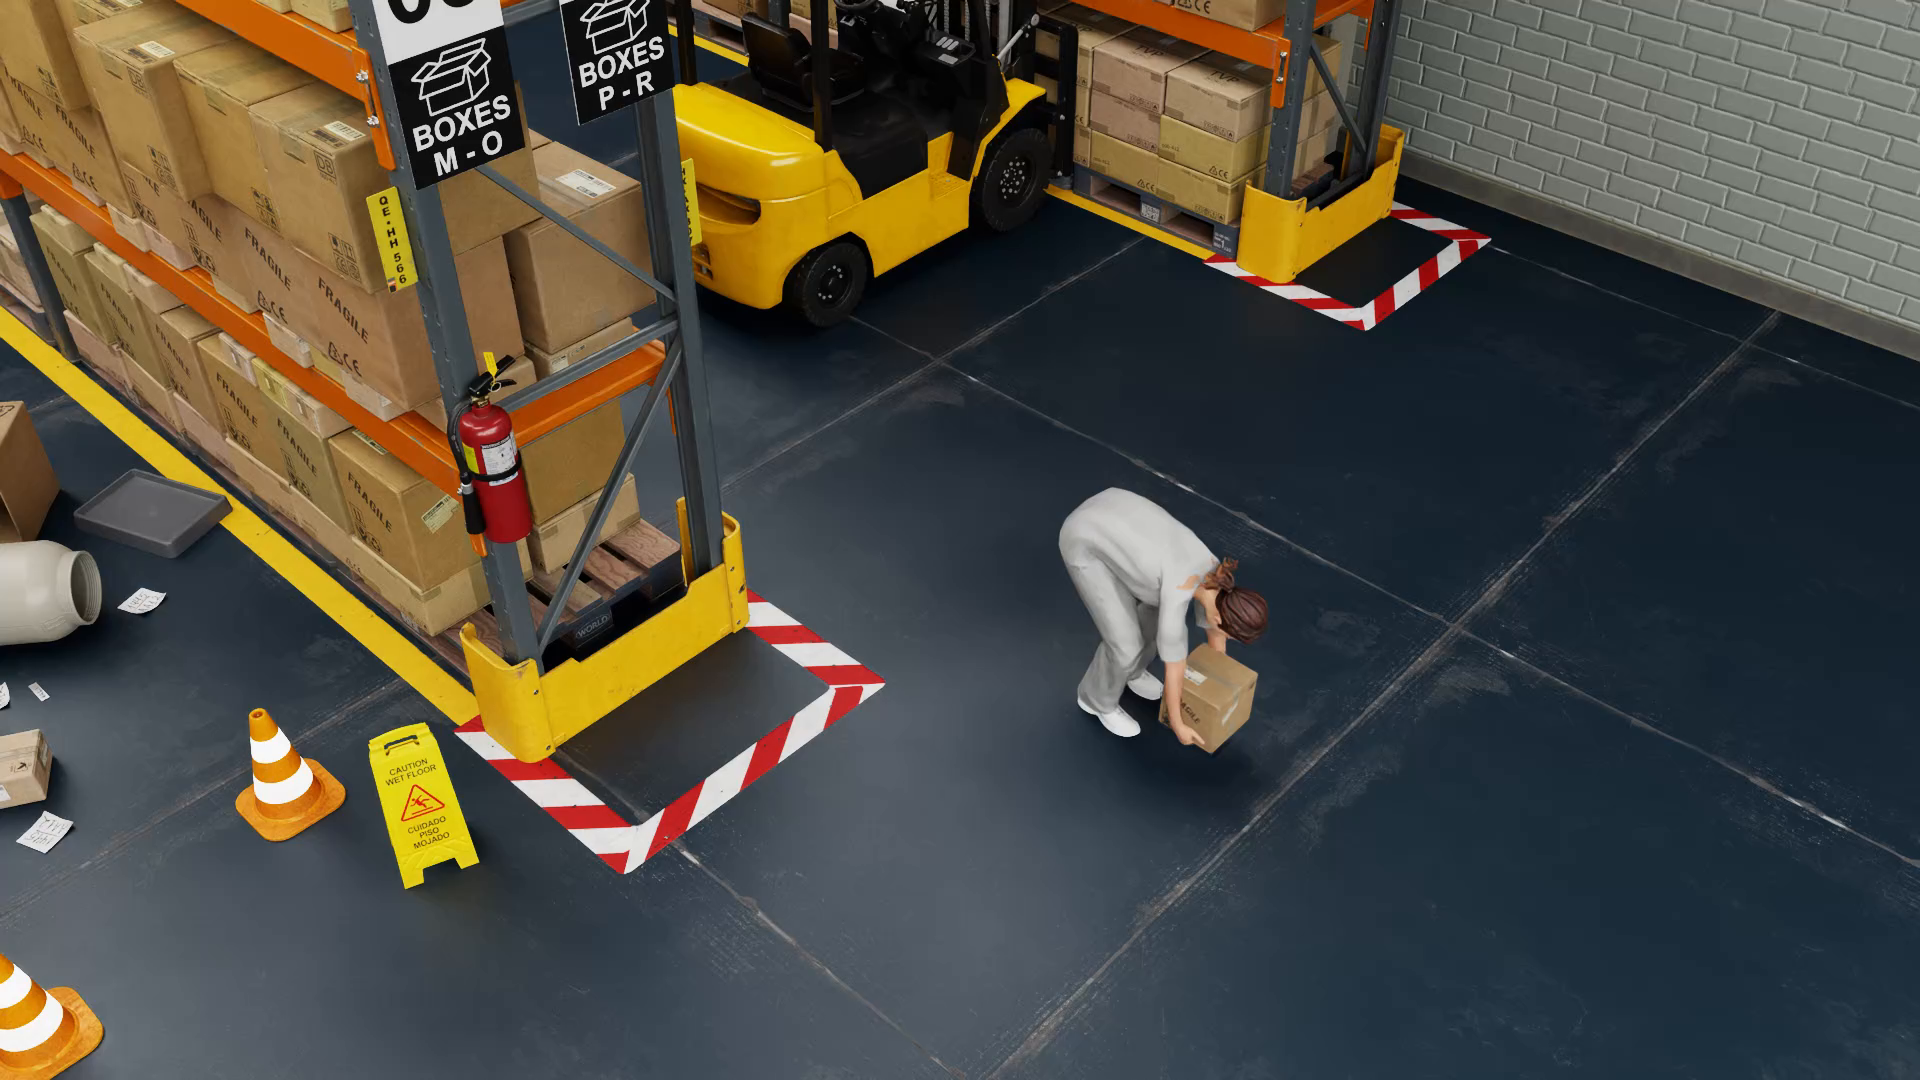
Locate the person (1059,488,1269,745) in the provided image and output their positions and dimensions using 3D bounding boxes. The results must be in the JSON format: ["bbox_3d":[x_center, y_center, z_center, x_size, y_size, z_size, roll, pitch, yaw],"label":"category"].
[{"bbox_3d":[0.763,0.335,6.292,0.863,0.985,0.446,28,47,30],"label":"person"}]
